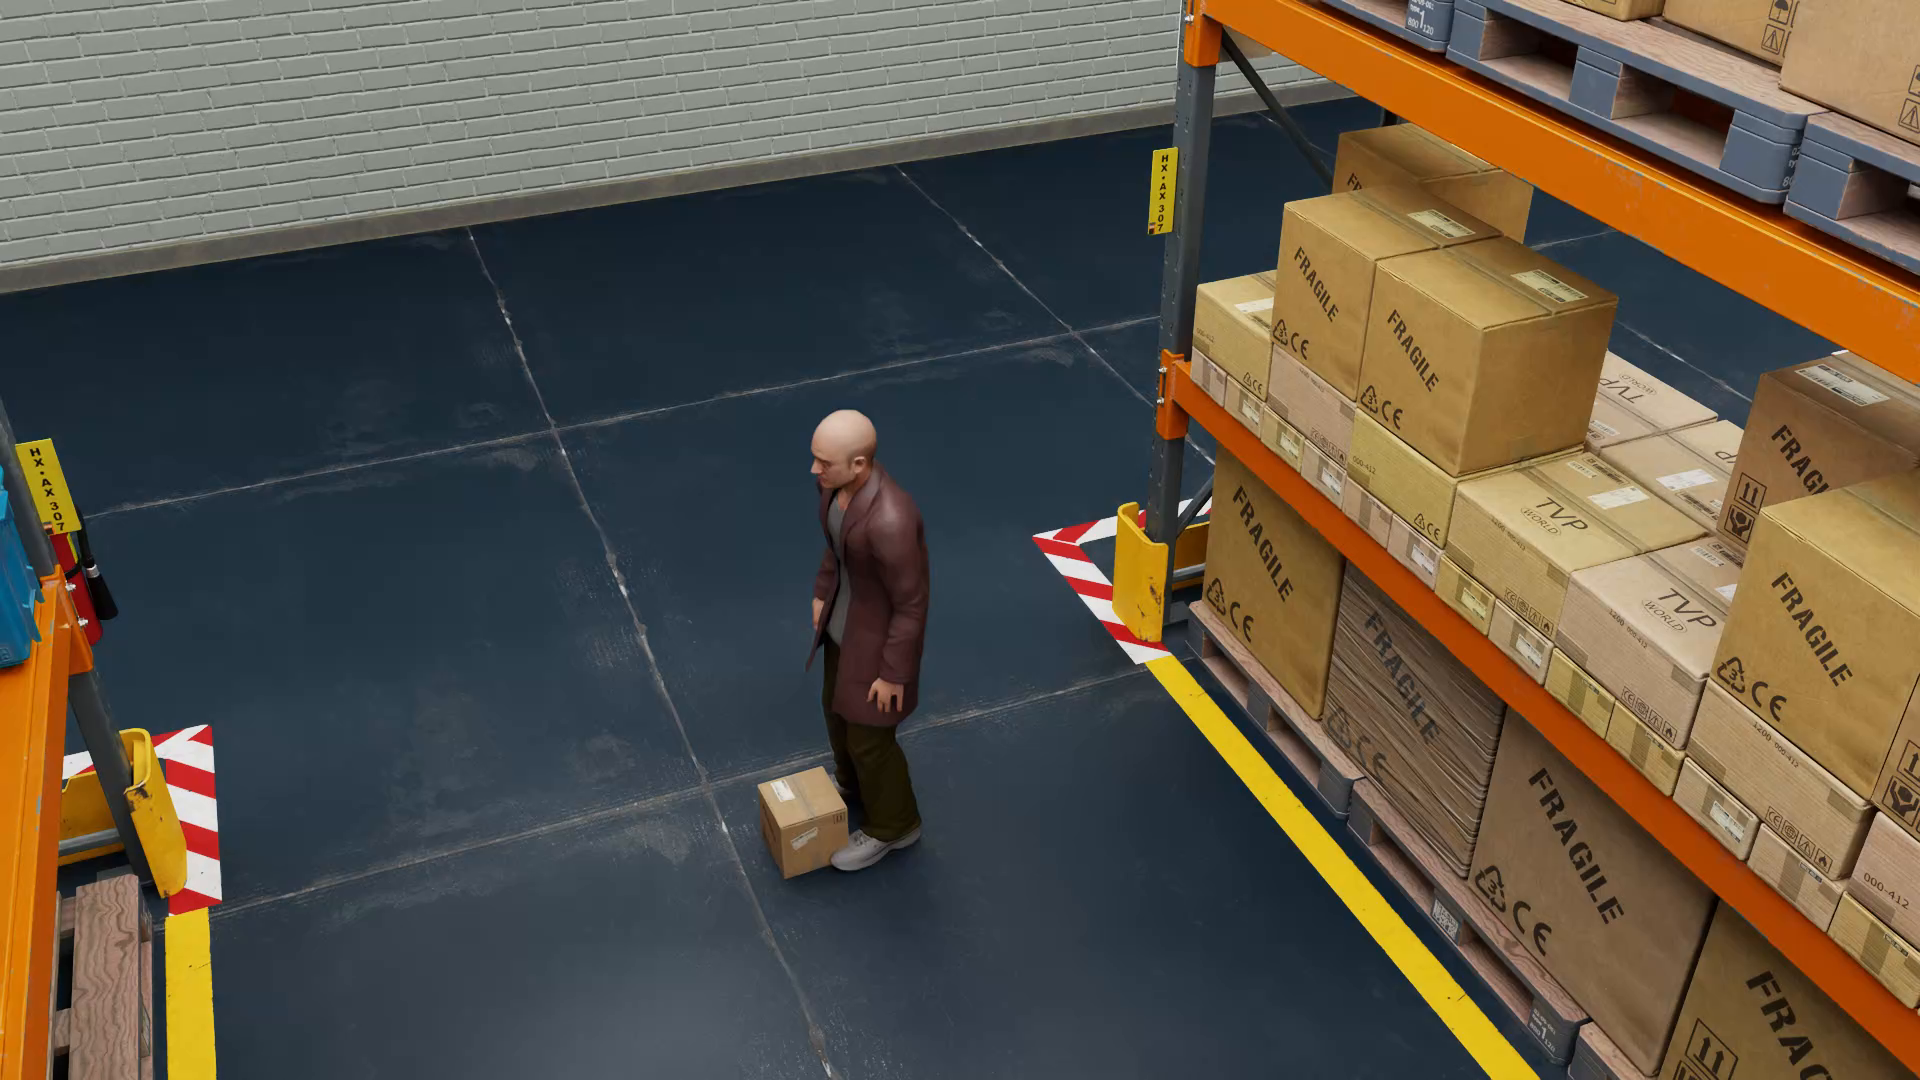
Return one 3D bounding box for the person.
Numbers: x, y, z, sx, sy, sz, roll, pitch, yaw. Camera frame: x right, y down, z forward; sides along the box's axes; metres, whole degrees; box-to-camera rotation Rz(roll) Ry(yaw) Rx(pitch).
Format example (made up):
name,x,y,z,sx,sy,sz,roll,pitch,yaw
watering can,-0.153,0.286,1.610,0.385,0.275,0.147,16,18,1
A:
name,x,y,z,sx,sy,sz,roll,pitch,yaw
person,-0.328,0.328,5.651,0.429,1.772,0.647,-15,36,-22
